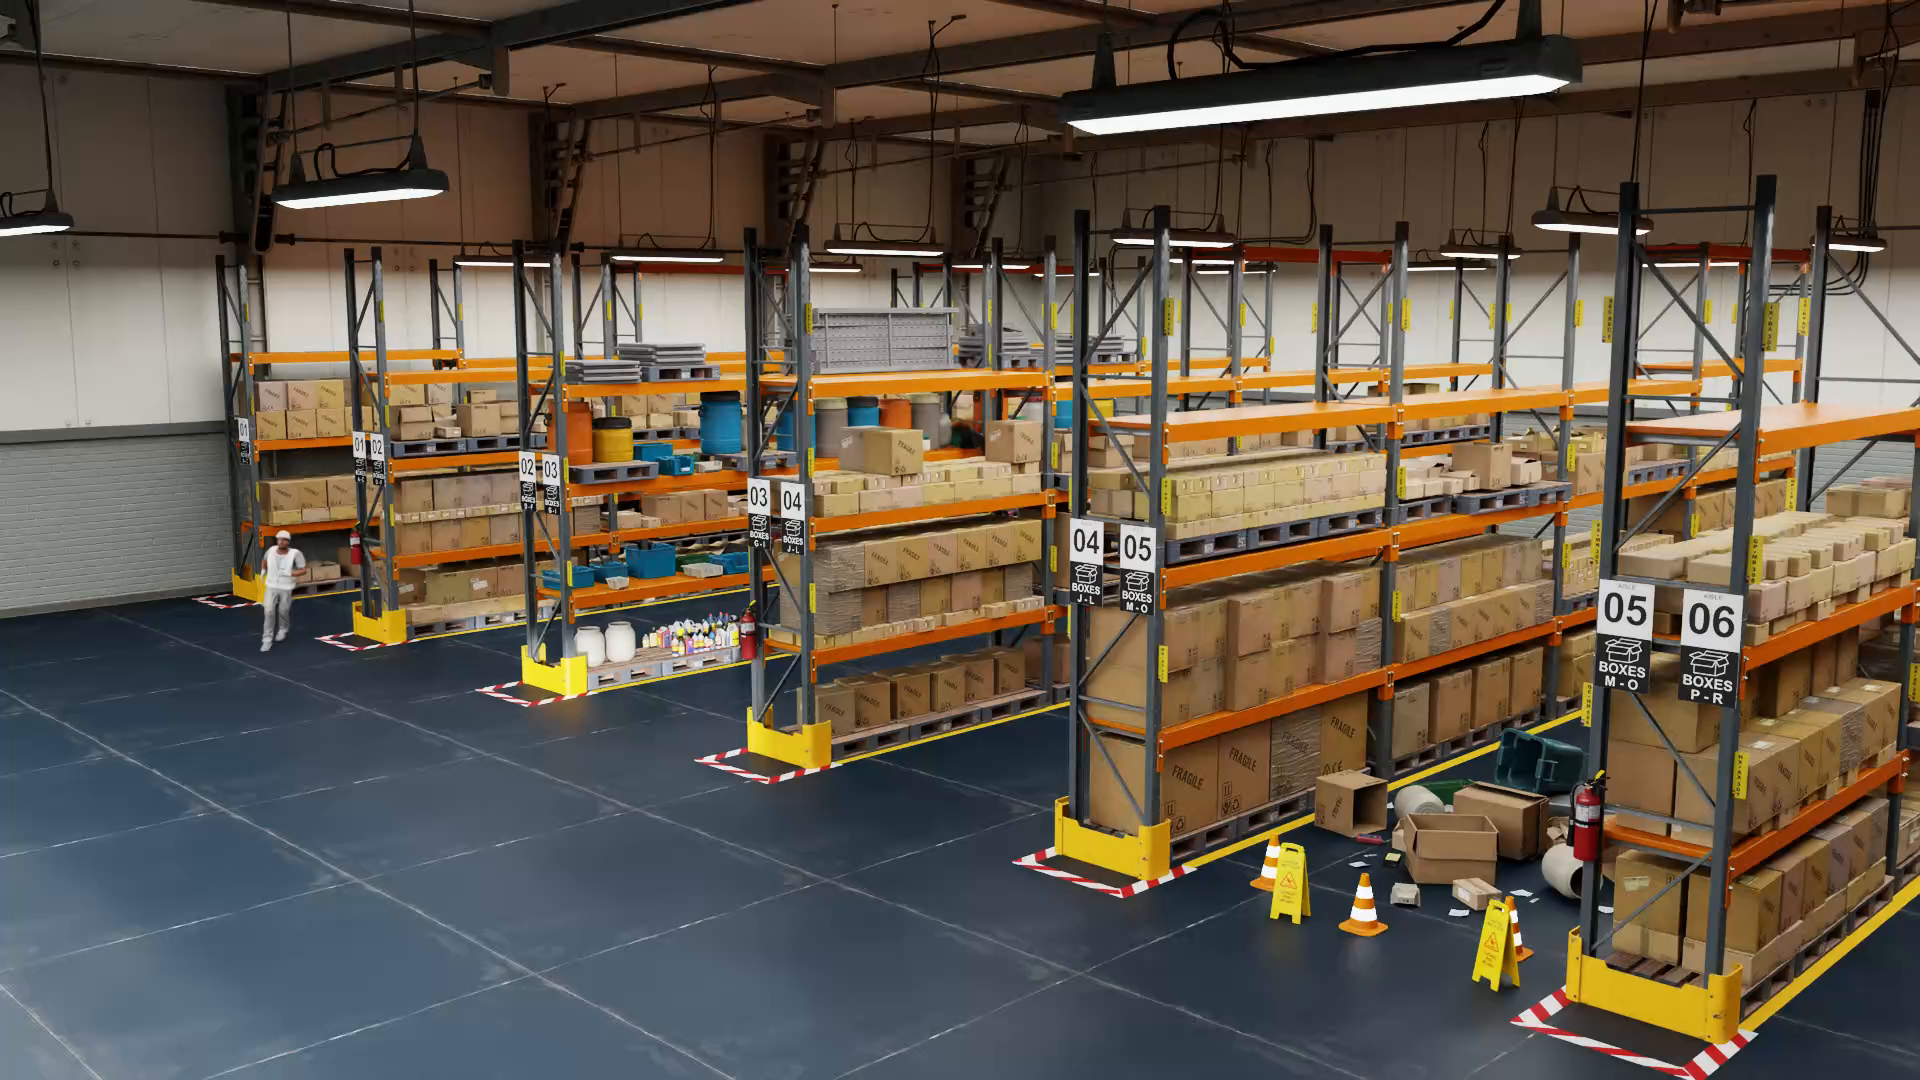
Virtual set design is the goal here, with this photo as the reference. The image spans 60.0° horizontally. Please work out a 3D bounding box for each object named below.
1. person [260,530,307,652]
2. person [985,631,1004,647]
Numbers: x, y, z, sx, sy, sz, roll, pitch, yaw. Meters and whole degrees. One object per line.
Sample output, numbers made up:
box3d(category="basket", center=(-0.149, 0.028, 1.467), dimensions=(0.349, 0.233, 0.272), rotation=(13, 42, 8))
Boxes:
box3d(category="person", center=(-10.228, 0.740, 25.187), dimensions=(0.698, 1.804, 0.897), rotation=(-1, 8, -8))
box3d(category="person", center=(0.389, 0.749, 23.201), dimensions=(0.686, 1.785, 0.597), rotation=(7, 11, 40))
